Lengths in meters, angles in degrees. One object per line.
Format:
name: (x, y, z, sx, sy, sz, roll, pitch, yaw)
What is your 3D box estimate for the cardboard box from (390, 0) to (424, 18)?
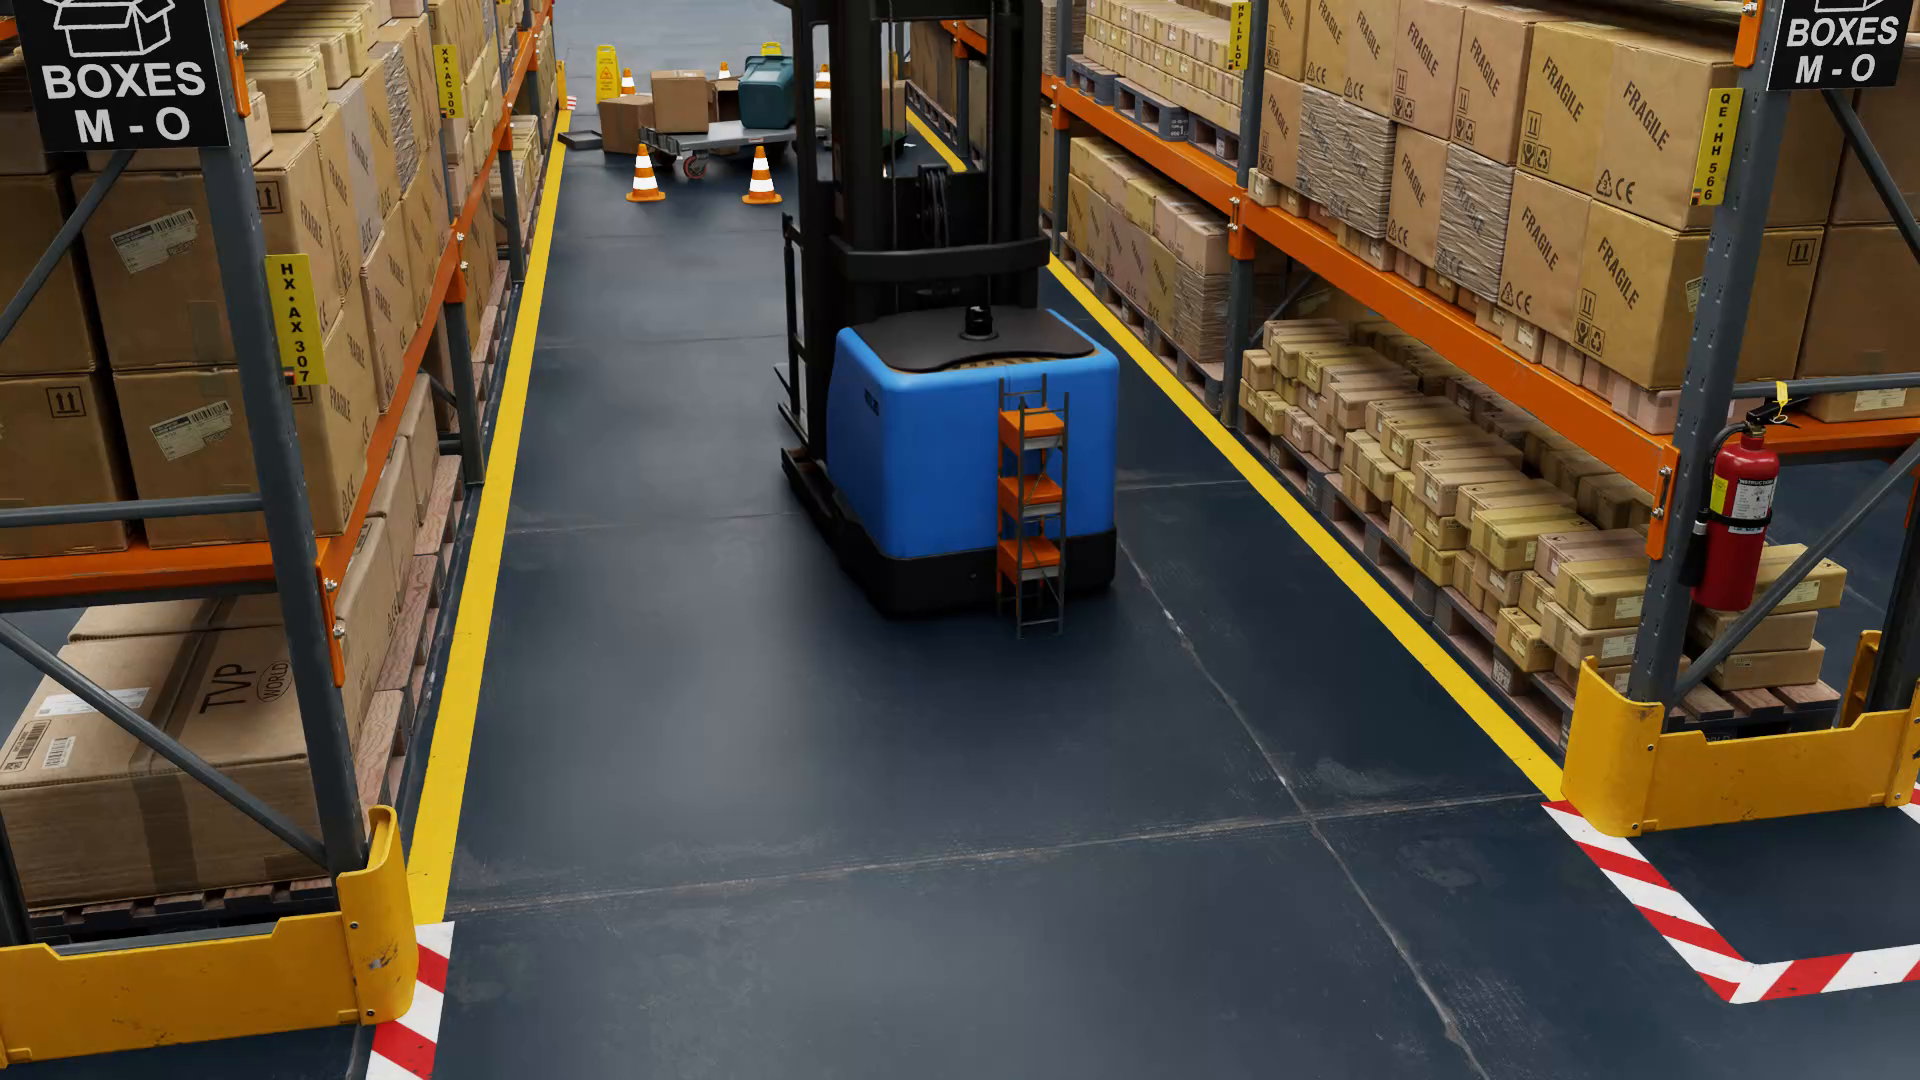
cardboard box: (-2.529, -2.338, 7.171, 0.380, 0.149, 0.250, -5, 24, -11)

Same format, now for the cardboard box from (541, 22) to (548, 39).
cardboard box: (-4.489, -5.289, 17.277, 0.380, 0.149, 0.250, -3, 24, -7)

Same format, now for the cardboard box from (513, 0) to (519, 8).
cardboard box: (-3.884, -4.592, 13.496, 0.500, 0.500, 0.500, -3, 24, -8)

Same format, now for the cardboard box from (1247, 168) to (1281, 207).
cardboard box: (1.678, -1.790, 8.414, 0.380, 0.149, 0.250, -3, 24, -8)

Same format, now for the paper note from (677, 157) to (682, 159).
paper note: (-2.799, -3.755, 16.310, 0.148, 0.019, 0.142, -4, 24, -10)

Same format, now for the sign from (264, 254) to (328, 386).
sign: (-1.612, -0.533, 4.041, 0.100, 0.325, 0.005, -4, 24, -10)

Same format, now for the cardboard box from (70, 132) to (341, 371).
cardboard box: (-1.967, -0.775, 4.402, 0.500, 0.500, 0.500, -5, 24, -11)

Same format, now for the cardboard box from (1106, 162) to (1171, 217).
cardboard box: (1.270, -2.320, 10.976, 0.500, 0.250, 0.500, -4, 24, -9)

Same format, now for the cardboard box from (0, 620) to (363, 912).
cardboard box: (-2.379, 0.669, 5.148, 0.875, 0.438, 0.875, -5, 24, -12)

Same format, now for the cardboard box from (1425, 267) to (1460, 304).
cardboard box: (2.133, -1.076, 6.779, 0.380, 0.149, 0.250, -4, 24, -9)

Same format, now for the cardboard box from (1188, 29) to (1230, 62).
cardboard box: (1.536, -2.844, 9.561, 0.380, 0.149, 0.250, -4, 24, -10)

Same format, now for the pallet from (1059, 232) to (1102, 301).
pallet: (1.351, -2.028, 12.130, 1.003, 0.211, 1.213, -4, 24, -10)

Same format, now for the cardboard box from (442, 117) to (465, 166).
cardboard box: (-2.703, -1.989, 8.118, 0.500, 0.250, 0.500, -5, 24, -11)

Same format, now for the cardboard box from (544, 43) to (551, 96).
cardboard box: (-4.426, -4.723, 16.790, 0.500, 0.500, 0.500, -3, 24, -7)

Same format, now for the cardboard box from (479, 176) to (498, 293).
cardboard box: (-3.592, -2.149, 11.052, 0.875, 0.875, 0.875, -5, 24, -10)

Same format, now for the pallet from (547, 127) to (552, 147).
pallet: (-4.766, -4.246, 17.207, 1.003, 0.211, 1.213, -4, 24, -10)

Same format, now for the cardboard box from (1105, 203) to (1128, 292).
cardboard box: (1.284, -1.964, 11.099, 0.500, 0.500, 0.500, -5, 24, -11)

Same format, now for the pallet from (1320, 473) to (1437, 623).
pallet: (2.336, -0.020, 7.532, 1.003, 0.211, 1.213, -4, 24, -10)

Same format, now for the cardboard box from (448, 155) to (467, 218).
cardboard box: (-2.720, -1.758, 8.215, 0.500, 0.250, 0.500, -5, 24, -11)

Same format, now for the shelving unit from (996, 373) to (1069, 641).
shelving unit: (0.289, -0.127, 6.730, 0.215, 1.050, 0.252, -7, 25, -16)

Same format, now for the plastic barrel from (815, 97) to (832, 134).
plastic barrel: (-1.249, -4.339, 17.156, 0.512, 0.421, 0.421, 13, 27, 27)

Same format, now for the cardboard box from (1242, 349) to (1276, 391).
cardboard box: (1.700, -0.896, 8.720, 0.380, 0.149, 0.250, -3, 24, -7)

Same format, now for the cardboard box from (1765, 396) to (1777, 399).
cardboard box: (2.862, -0.601, 5.691, 0.380, 0.149, 0.250, -3, 24, -8)

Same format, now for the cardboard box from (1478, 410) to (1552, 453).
cardboard box: (2.521, -0.465, 7.361, 0.380, 0.149, 0.250, -4, 24, -10)

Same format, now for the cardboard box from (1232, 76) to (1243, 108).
cardboard box: (1.680, -2.396, 8.906, 0.380, 0.149, 0.250, -4, 24, -8)

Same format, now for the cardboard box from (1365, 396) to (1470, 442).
cardboard box: (2.065, -0.531, 7.513, 0.380, 0.149, 0.250, -5, 24, -12)

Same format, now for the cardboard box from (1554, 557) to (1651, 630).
cardboard box: (2.340, 0.185, 5.873, 0.380, 0.149, 0.250, -4, 24, -9)

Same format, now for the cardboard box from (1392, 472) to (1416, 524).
cardboard box: (2.074, -0.185, 7.091, 0.380, 0.149, 0.250, -3, 24, -7)

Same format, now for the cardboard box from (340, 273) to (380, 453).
cardboard box: (-2.086, -0.514, 5.054, 0.500, 0.500, 0.500, -5, 24, -11)

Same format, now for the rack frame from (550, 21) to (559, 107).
rack frame: (-5.117, -6.354, 18.551, 1.000, 3.000, 0.127, -4, 24, -10)

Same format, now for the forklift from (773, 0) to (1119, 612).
forklift: (-0.268, -1.609, 7.772, 1.130, 2.935, 3.031, -7, 25, -16)

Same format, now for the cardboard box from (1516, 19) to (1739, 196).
cardboard box: (2.265, -1.468, 5.618, 0.500, 0.500, 0.500, -5, 24, -12)

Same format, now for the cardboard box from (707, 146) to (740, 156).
cardboard box: (-2.419, -4.007, 16.594, 0.396, 0.266, 0.258, 18, 29, 36)

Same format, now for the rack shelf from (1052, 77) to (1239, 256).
rack shelf: (1.578, -2.497, 10.619, 1.077, 0.370, 4.000, -4, 24, -10)

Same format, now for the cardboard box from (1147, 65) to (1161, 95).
cardboard box: (1.386, -2.876, 10.377, 0.380, 0.149, 0.250, -5, 24, -11)

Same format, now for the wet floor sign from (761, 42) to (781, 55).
wet floor sign: (-2.223, -5.546, 19.643, 0.267, 0.644, 0.232, -9, 25, -19)

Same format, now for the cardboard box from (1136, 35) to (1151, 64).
cardboard box: (1.340, -3.116, 10.554, 0.380, 0.149, 0.250, -5, 24, -10)

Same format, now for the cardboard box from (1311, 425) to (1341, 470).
cardboard box: (1.942, -0.465, 8.103, 0.380, 0.149, 0.250, -5, 24, -11)

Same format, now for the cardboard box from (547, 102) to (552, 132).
cardboard box: (-4.331, -4.175, 16.471, 0.500, 0.250, 0.500, -3, 24, -7)

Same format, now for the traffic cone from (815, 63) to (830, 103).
traffic cone: (-1.569, -5.284, 19.270, 0.336, 0.463, 0.334, -4, 24, -10)

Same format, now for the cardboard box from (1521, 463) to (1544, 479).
cardboard box: (2.541, -0.226, 7.185, 0.380, 0.149, 0.250, -3, 24, -7)

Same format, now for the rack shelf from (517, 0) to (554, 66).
rack shelf: (-4.747, -5.238, 16.894, 1.077, 0.370, 4.000, -4, 24, -10)

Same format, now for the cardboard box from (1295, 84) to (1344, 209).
cardboard box: (1.890, -1.815, 7.661, 0.500, 0.500, 0.500, -4, 24, -10)

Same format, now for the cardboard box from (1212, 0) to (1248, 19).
cardboard box: (1.895, -3.498, 11.058, 0.380, 0.149, 0.250, -4, 24, -8)

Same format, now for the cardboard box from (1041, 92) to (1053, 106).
cardboard box: (1.019, -3.365, 13.993, 1.050, 0.750, 0.750, -4, 24, -9)

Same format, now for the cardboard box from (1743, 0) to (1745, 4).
cardboard box: (6.220, -4.158, 12.144, 0.797, 0.503, 0.637, -3, 24, -8)

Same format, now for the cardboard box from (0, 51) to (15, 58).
cardboard box: (-9.313, -4.620, 16.242, 0.500, 0.250, 0.500, -5, 24, -11)

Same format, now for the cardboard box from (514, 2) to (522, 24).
cardboard box: (-3.846, -4.373, 13.803, 0.380, 0.149, 0.250, -4, 24, -9)

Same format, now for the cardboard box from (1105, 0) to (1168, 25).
cardboard box: (1.196, -3.565, 11.211, 0.380, 0.149, 0.250, -4, 24, -10)

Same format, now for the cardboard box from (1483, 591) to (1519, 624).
cardboard box: (2.274, 0.251, 6.464, 0.380, 0.149, 0.250, -4, 24, -10)

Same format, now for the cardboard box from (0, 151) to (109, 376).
cardboard box: (-2.482, -0.737, 4.315, 0.500, 0.500, 0.500, -4, 24, -8)

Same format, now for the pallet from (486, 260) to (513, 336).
pallet: (-3.566, -1.614, 11.182, 1.003, 0.211, 1.213, -4, 24, -10)

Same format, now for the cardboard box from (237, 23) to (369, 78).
cardboard box: (-2.198, -1.635, 5.562, 0.380, 0.149, 0.250, -5, 24, -11)

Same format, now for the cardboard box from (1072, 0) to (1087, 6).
cardboard box: (1.135, -4.295, 12.462, 0.700, 0.500, 0.500, -4, 24, -10)

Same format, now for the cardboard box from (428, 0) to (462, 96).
cardboard box: (-2.697, -2.333, 7.969, 0.500, 0.500, 0.500, -4, 24, -9)
